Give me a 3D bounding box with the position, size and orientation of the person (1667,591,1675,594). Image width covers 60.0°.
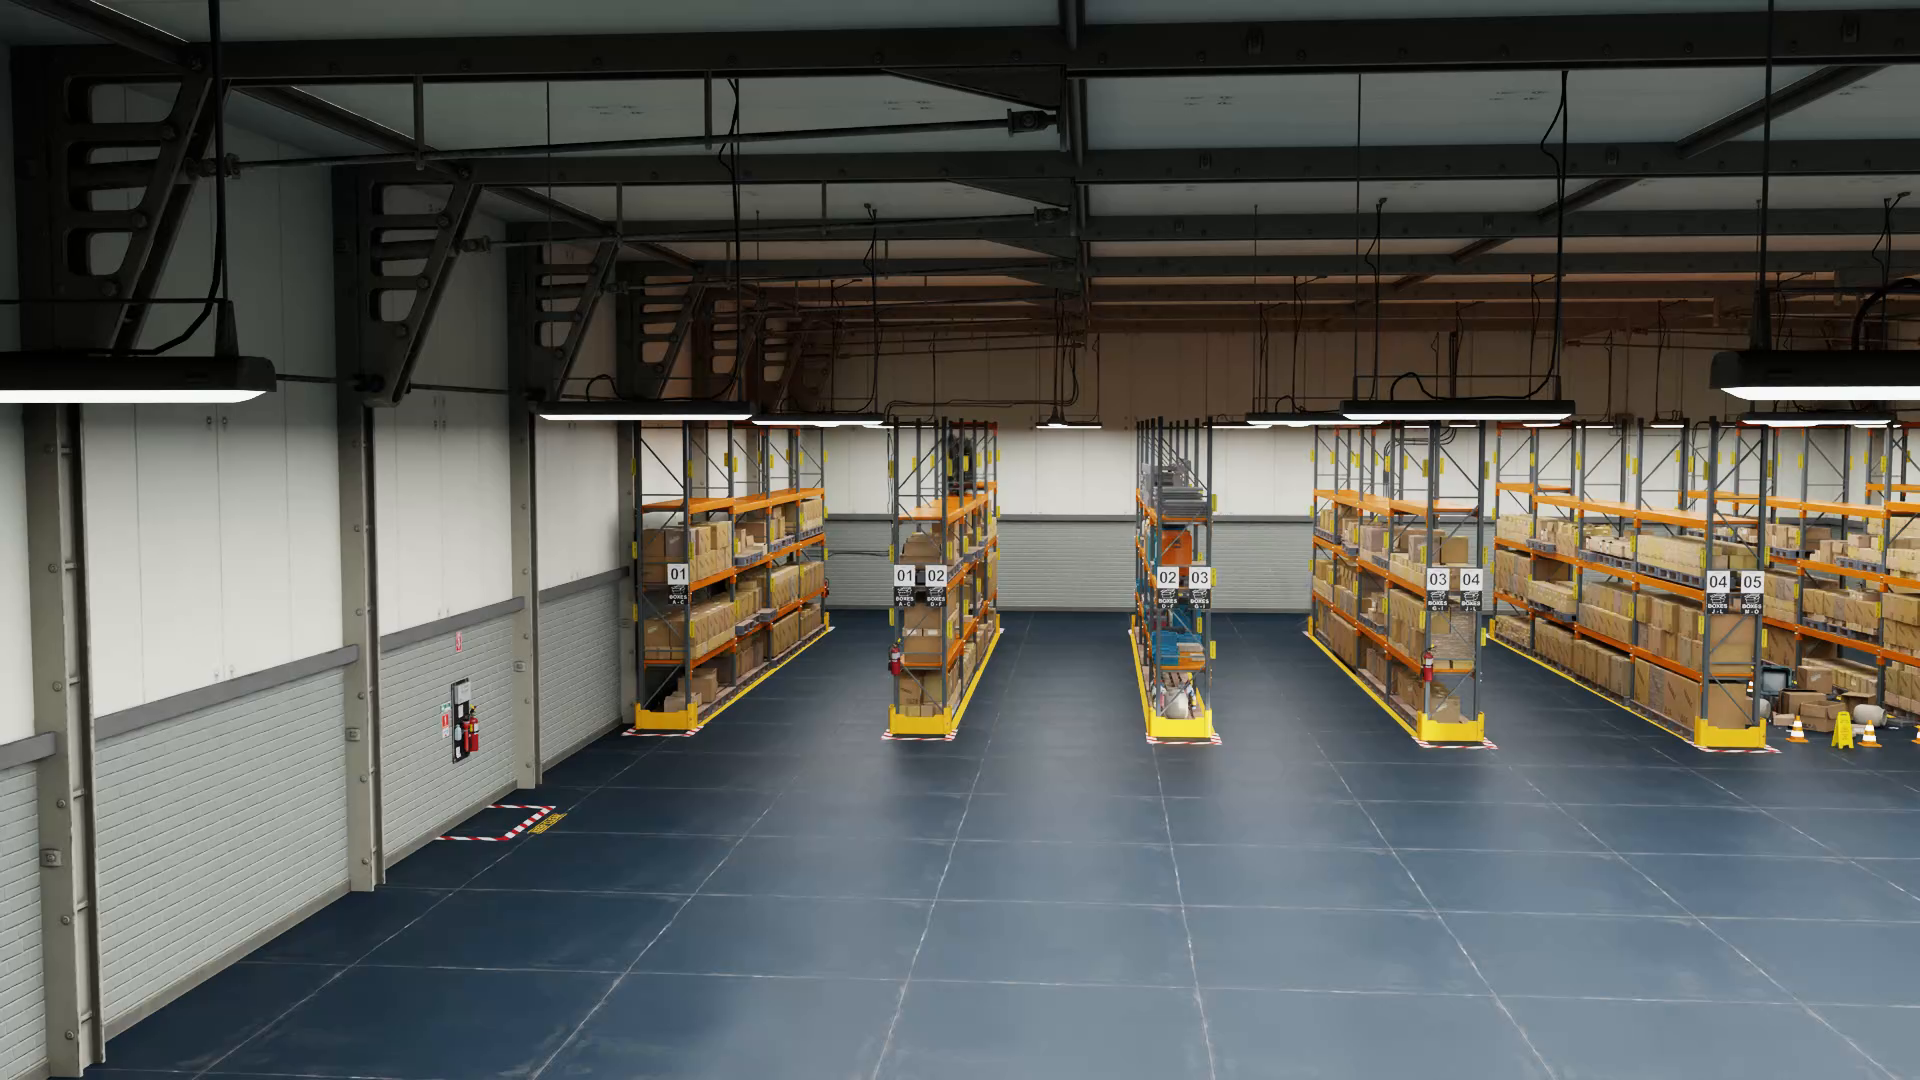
[{"bbox_3d":[20.307,1.770,47.176,0.722,1.811,0.714,2,4,27],"label":"person"}]
